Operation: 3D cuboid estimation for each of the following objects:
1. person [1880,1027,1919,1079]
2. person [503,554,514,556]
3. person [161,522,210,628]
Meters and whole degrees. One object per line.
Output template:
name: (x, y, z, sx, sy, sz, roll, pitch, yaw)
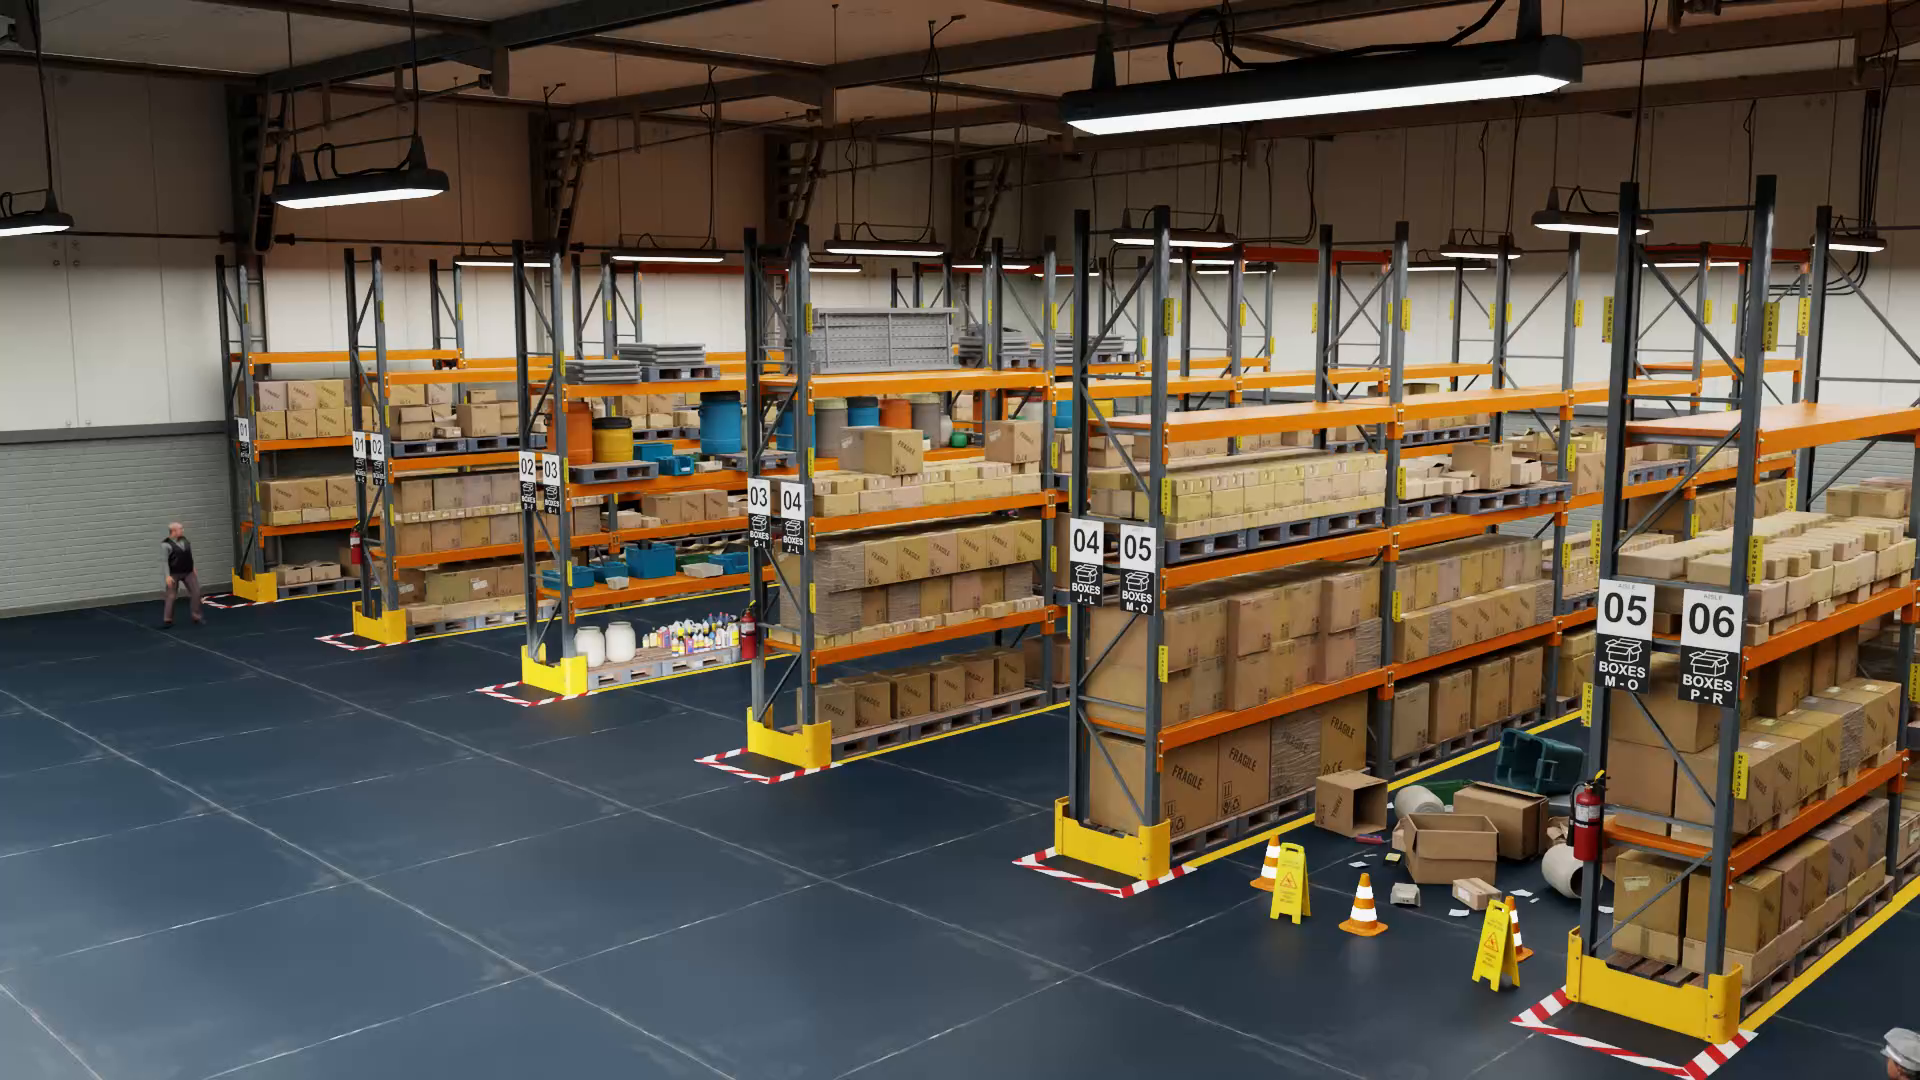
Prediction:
person: (4.523, 3.201, 8.082, 0.423, 1.687, 0.498, 0, 8, 2)
person: (-8.477, -0.052, 31.149, 0.511, 1.667, 0.384, -3, 9, -22)
person: (-12.522, 0.565, 26.697, 0.515, 1.746, 0.680, 5, 10, 33)
